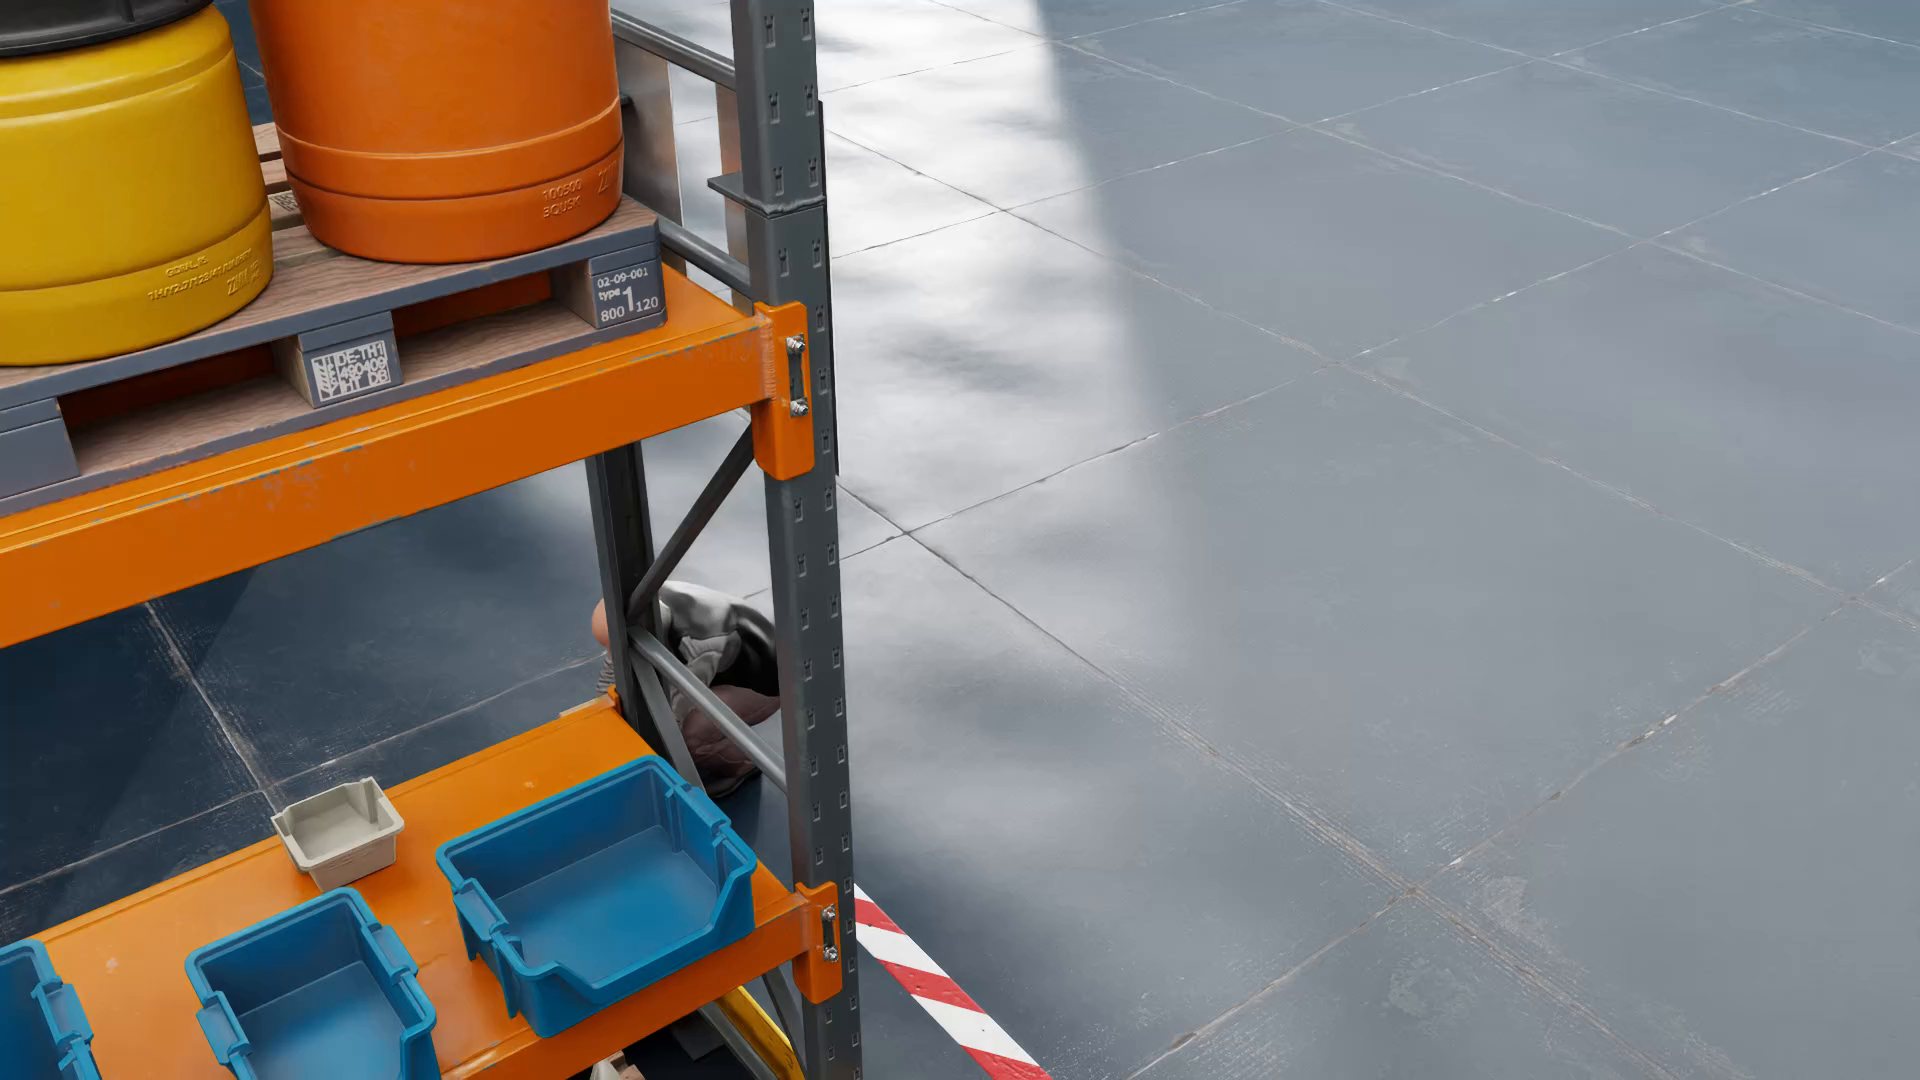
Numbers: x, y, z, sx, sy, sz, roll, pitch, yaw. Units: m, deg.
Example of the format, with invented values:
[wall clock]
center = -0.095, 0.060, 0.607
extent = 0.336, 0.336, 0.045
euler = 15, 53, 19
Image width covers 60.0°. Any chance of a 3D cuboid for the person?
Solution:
[person]
center = -1.001, 0.505, 6.089
extent = 0.853, 0.954, 0.529
euler = -23, 38, -32
